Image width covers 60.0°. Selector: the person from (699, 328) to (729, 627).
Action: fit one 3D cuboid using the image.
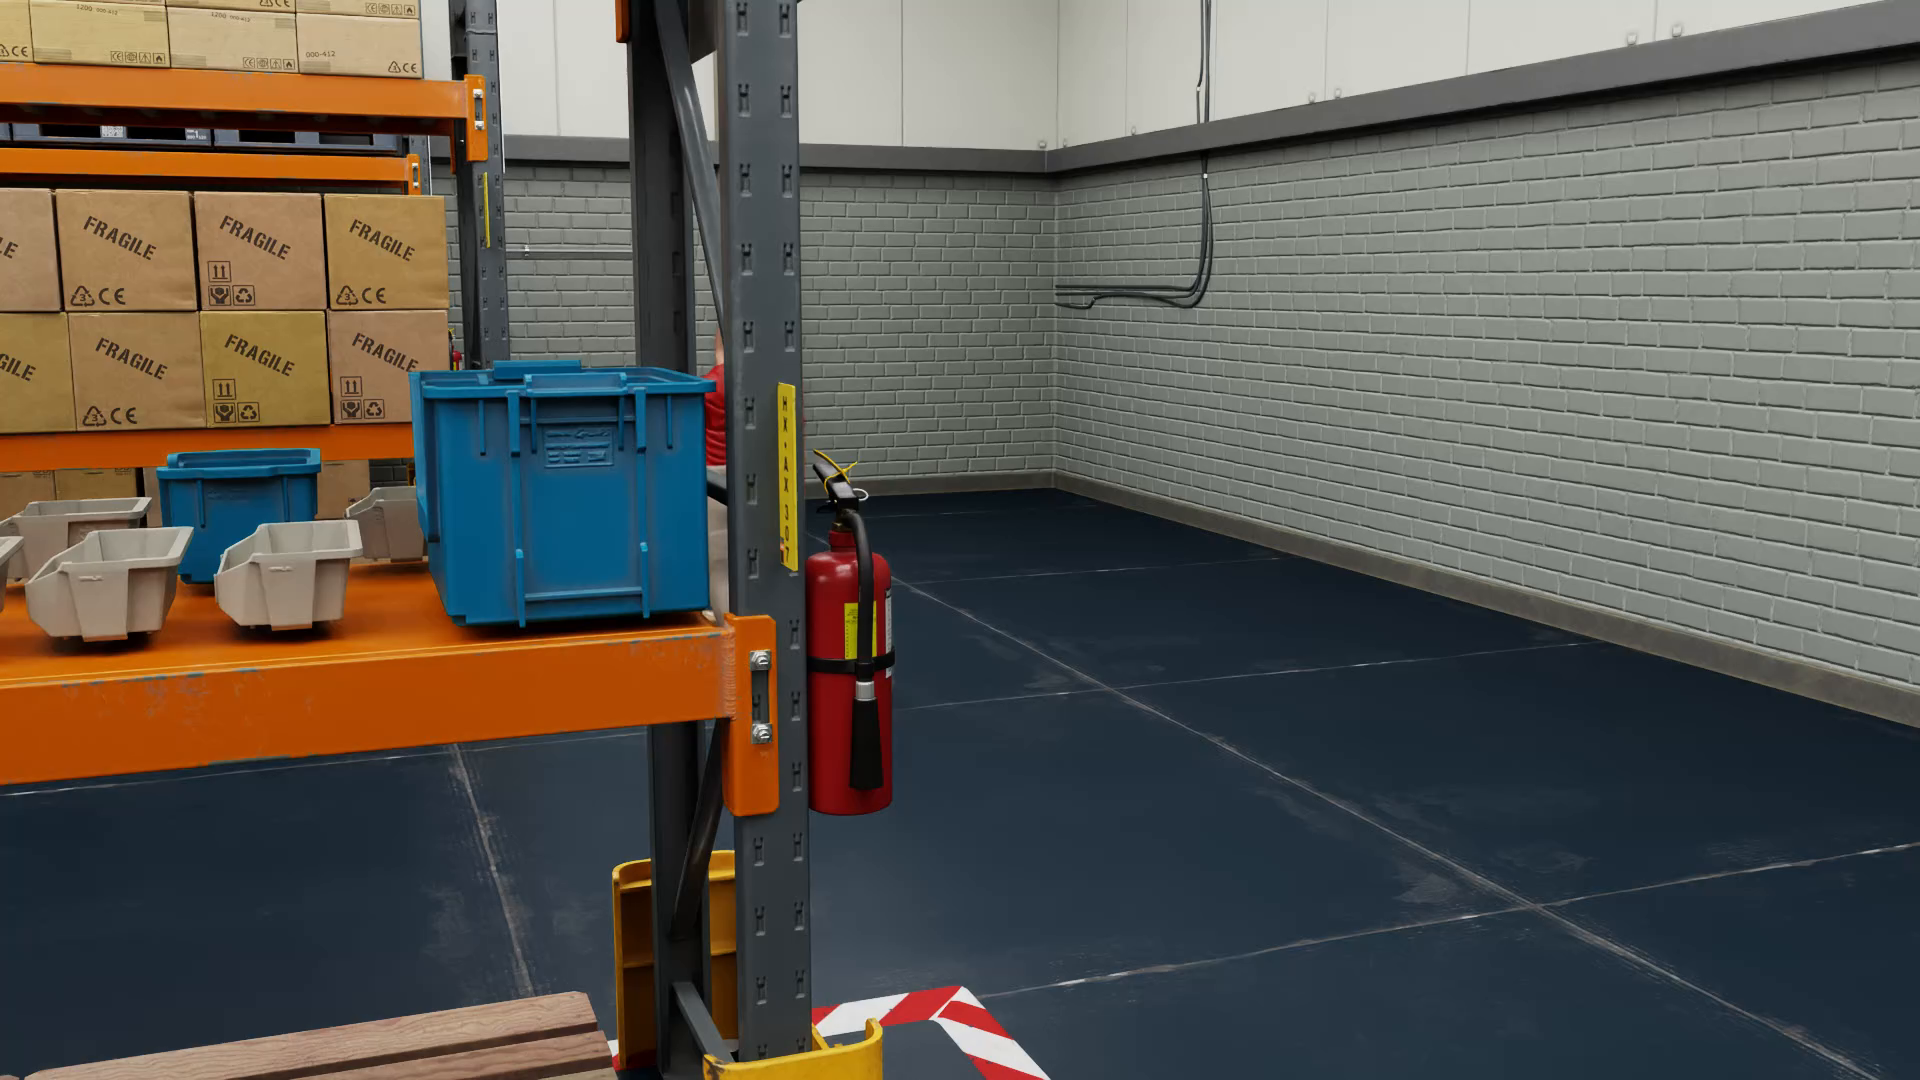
[{"bbox_3d":[-1.116,-0.208,7.899,0.594,1.646,0.533,-6,11,-35],"label":"person"}]
